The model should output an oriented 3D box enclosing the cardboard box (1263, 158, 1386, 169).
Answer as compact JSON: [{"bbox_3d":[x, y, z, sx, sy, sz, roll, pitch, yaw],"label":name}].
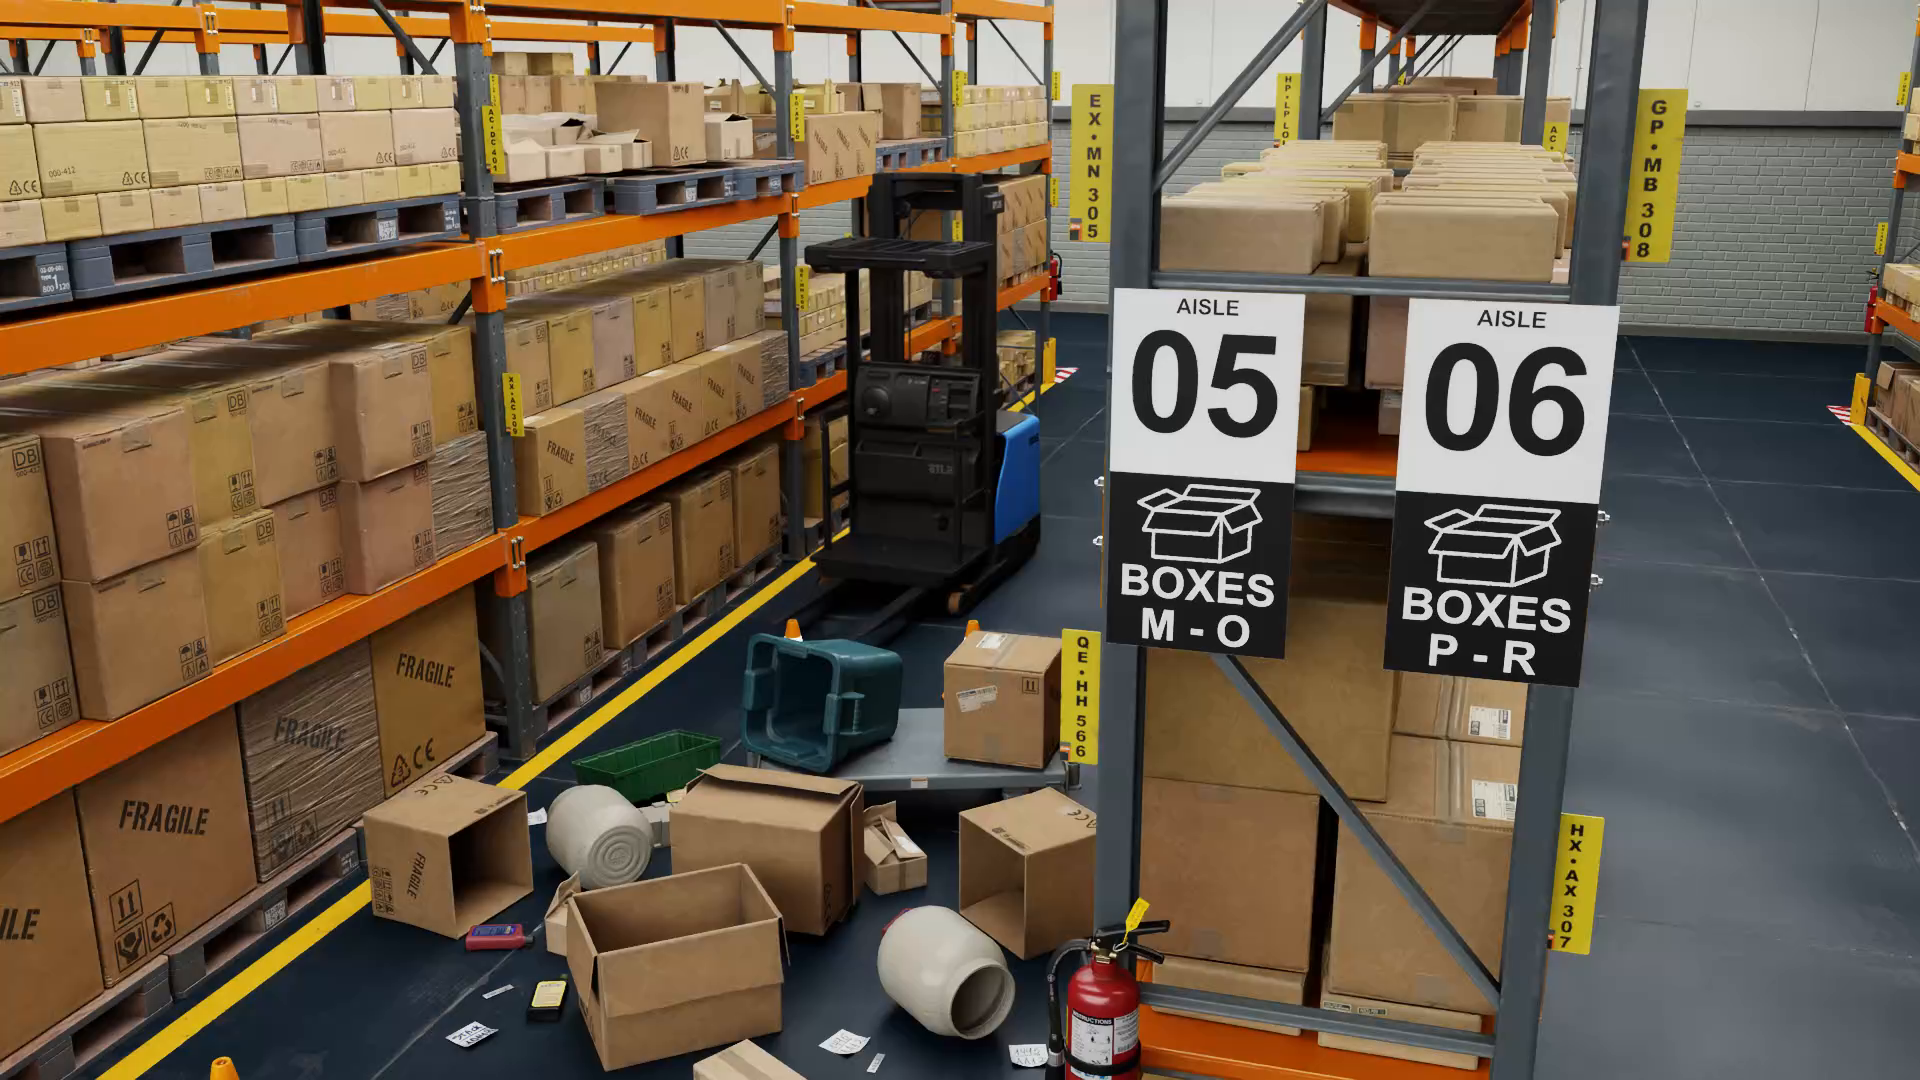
[{"bbox_3d":[1.181,-1.160,5.425,0.380,0.149,0.250,5,17,17],"label":"cardboard box"}]

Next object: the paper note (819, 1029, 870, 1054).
[{"bbox_3d":[-0.445,1.943,6.443,0.148,0.019,0.142,11,19,35],"label":"paper note"}]

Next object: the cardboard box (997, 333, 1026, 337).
[{"bbox_3d":[0.548,-2.319,19.372,0.380,0.149,0.250,5,17,17],"label":"cardboard box"}]

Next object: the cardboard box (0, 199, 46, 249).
[{"bbox_3d":[-3.345,-1.071,5.620,0.380,0.149,0.250,5,17,16],"label":"cardboard box"}]

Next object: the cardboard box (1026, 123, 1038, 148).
[{"bbox_3d":[0.568,-4.519,18.542,0.500,0.250,0.500,5,16,16],"label":"cardboard box"}]

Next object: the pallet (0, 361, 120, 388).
[{"bbox_3d":[-6.942,-1.126,12.155,1.003,0.211,1.213,5,16,16],"label":"pallet"}]

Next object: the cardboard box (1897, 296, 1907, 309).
[{"bbox_3d":[9.732,-2.425,16.841,0.380,0.149,0.250,5,17,17],"label":"cardboard box"}]

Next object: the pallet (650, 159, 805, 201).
[{"bbox_3d":[-1.824,-2.508,11.525,1.213,0.211,1.003,5,17,18],"label":"pallet"}]

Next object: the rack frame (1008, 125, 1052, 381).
[{"bbox_3d":[0.582,-3.422,19.896,1.000,3.000,0.127,5,16,16],"label":"rack frame"}]

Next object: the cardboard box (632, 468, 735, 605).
[{"bbox_3d":[-2.196,-0.067,11.422,1.050,0.750,0.750,5,17,17],"label":"cardboard box"}]

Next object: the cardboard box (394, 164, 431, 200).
[{"bbox_3d":[-2.697,-1.668,7.725,0.380,0.149,0.250,5,17,17],"label":"cardboard box"}]

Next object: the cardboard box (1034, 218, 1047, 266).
[{"bbox_3d":[0.701,-3.475,19.356,0.500,0.500,0.500,5,17,17],"label":"cardboard box"}]

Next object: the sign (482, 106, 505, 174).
[{"bbox_3d":[-2.296,-1.969,8.186,0.100,0.325,0.005,5,16,16],"label":"sign"}]

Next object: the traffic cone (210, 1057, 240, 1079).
[{"bbox_3d":[-2.453,1.956,5.585,0.336,0.463,0.334,5,16,16],"label":"traffic cone"}]

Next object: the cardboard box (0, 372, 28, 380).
[{"bbox_3d":[-7.151,-1.406,11.829,0.797,0.503,0.637,6,17,22],"label":"cardboard box"}]

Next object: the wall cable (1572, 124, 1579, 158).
[{"bbox_3d":[8.299,-4.923,23.327,0.588,1.984,0.122,5,16,16],"label":"wall cable"}]

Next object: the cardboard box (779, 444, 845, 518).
[{"bbox_3d":[-1.246,-0.493,13.383,0.500,0.500,0.500,4,16,14],"label":"cardboard box"}]

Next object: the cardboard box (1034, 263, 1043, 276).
[{"bbox_3d":[0.760,-3.194,19.552,0.380,0.149,0.250,5,16,16],"label":"cardboard box"}]

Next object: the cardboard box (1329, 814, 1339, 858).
[{"bbox_3d":[1.021,0.862,5.253,0.380,0.149,0.250,5,17,17],"label":"cardboard box"}]

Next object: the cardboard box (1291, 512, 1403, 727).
[{"bbox_3d":[0.896,0.167,4.682,0.700,0.500,0.500,5,17,16],"label":"cardboard box"}]

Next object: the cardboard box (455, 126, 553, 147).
[{"bbox_3d":[-2.689,-2.243,9.566,0.500,0.250,0.500,4,16,15],"label":"cardboard box"}]

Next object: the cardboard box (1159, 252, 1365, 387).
[{"bbox_3d":[0.696,-0.547,3.994,0.500,0.250,0.500,4,16,15],"label":"cardboard box"}]

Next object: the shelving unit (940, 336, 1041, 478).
[{"bbox_3d":[0.253,-0.863,13.623,0.538,1.500,1.048,6,17,20],"label":"shelving unit"}]

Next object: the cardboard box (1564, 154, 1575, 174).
[{"bbox_3d":[2.497,-1.619,7.550,0.500,0.250,0.500,4,16,14],"label":"cardboard box"}]

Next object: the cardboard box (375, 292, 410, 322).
[{"bbox_3d":[-5.589,-2.294,15.736,0.500,0.500,0.500,5,16,16],"label":"cardboard box"}]

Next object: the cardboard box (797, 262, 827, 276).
[{"bbox_3d":[-1.402,-2.403,14.904,0.380,0.149,0.250,4,16,15],"label":"cardboard box"}]

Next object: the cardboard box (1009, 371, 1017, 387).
[{"bbox_3d":[0.428,-1.823,18.716,0.380,0.149,0.250,4,16,13],"label":"cardboard box"}]

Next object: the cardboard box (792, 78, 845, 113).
[{"bbox_3d":[-1.131,-3.477,13.008,0.396,0.266,0.258,5,16,16],"label":"cardboard box"}]

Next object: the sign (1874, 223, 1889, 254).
[{"bbox_3d":[9.596,-3.139,17.312,0.100,0.325,0.005,5,16,16],"label":"sign"}]

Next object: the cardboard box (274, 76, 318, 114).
[{"bbox_3d":[-2.914,-1.853,6.913,0.380,0.149,0.250,5,16,16],"label":"cardboard box"}]

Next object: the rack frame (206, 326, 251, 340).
[{"bbox_3d":[-6.419,-1.740,13.966,1.000,3.000,0.127,5,16,16],"label":"rack frame"}]

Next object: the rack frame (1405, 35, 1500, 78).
[{"bbox_3d":[5.356,-5.950,17.817,1.000,3.000,0.127,5,16,16],"label":"rack frame"}]

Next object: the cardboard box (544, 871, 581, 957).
[{"bbox_3d":[-1.551,1.626,7.111,0.396,0.266,0.258,8,18,25],"label":"cardboard box"}]

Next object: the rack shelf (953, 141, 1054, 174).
[{"bbox_3d":[0.013,-3.995,17.740,1.077,0.370,4.000,5,16,16],"label":"rack shelf"}]

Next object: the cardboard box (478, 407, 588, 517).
[{"bbox_3d":[-2.421,-0.447,9.225,0.500,0.500,0.500,5,17,16],"label":"cardboard box"}]

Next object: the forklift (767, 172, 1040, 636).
[{"bbox_3d":[-0.379,-1.017,11.544,1.130,2.935,3.031,6,17,20],"label":"forklift"}]

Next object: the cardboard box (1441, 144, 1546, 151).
[{"bbox_3d":[2.065,-1.457,6.470,0.380,0.149,0.250,4,16,14],"label":"cardboard box"}]

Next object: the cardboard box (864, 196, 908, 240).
[{"bbox_3d":[-0.681,-3.191,16.523,0.500,0.500,0.500,4,16,14],"label":"cardboard box"}]

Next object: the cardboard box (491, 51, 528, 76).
[{"bbox_3d":[-5.008,-5.134,17.925,0.500,0.250,0.500,4,16,12],"label":"cardboard box"}]

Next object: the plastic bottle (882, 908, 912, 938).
[{"bbox_3d":[-0.219,1.681,7.290,0.133,0.061,0.283,8,18,25],"label":"plastic bottle"}]

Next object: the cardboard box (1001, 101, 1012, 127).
[{"bbox_3d":[0.248,-4.494,17.538,0.500,0.250,0.500,4,16,13],"label":"cardboard box"}]

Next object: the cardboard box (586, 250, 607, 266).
[{"bbox_3d":[-4.462,-3.354,19.386,0.500,0.250,0.500,5,16,16],"label":"cardboard box"}]

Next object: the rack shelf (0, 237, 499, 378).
[{"bbox_3d":[-3.397,-0.856,6.671,1.077,0.370,4.000,5,16,16],"label":"rack shelf"}]

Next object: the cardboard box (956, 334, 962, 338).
[{"bbox_3d":[-0.050,-2.290,19.271,0.380,0.149,0.250,5,16,16],"label":"cardboard box"}]

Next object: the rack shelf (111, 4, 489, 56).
[{"bbox_3d":[-5.850,-4.611,15.145,1.077,0.370,4.000,5,16,16],"label":"rack shelf"}]

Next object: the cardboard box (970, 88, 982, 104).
[{"bbox_3d":[0.004,-4.439,16.613,0.380,0.149,0.250,4,16,14],"label":"cardboard box"}]

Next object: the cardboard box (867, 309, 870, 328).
[{"bbox_3d":[-0.921,-1.926,14.314,0.380,0.149,0.250,4,16,14],"label":"cardboard box"}]

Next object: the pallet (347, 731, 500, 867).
[{"bbox_3d":[-3.120,1.252,8.527,1.003,0.211,1.213,5,16,16],"label":"pallet"}]

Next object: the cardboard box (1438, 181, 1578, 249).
[{"bbox_3d":[1.435,-0.849,4.327,0.380,0.149,0.250,5,16,16],"label":"cardboard box"}]

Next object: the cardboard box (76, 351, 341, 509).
[{"bbox_3d":[-3.296,-0.496,7.329,0.875,0.550,0.550,5,16,16],"label":"cardboard box"}]

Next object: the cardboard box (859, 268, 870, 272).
[{"bbox_3d":[-0.853,-2.281,14.476,0.380,0.149,0.250,4,16,13],"label":"cardboard box"}]

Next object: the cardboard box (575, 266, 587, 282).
[{"bbox_3d":[-4.511,-3.056,19.067,0.380,0.149,0.250,5,17,17],"label":"cardboard box"}]
